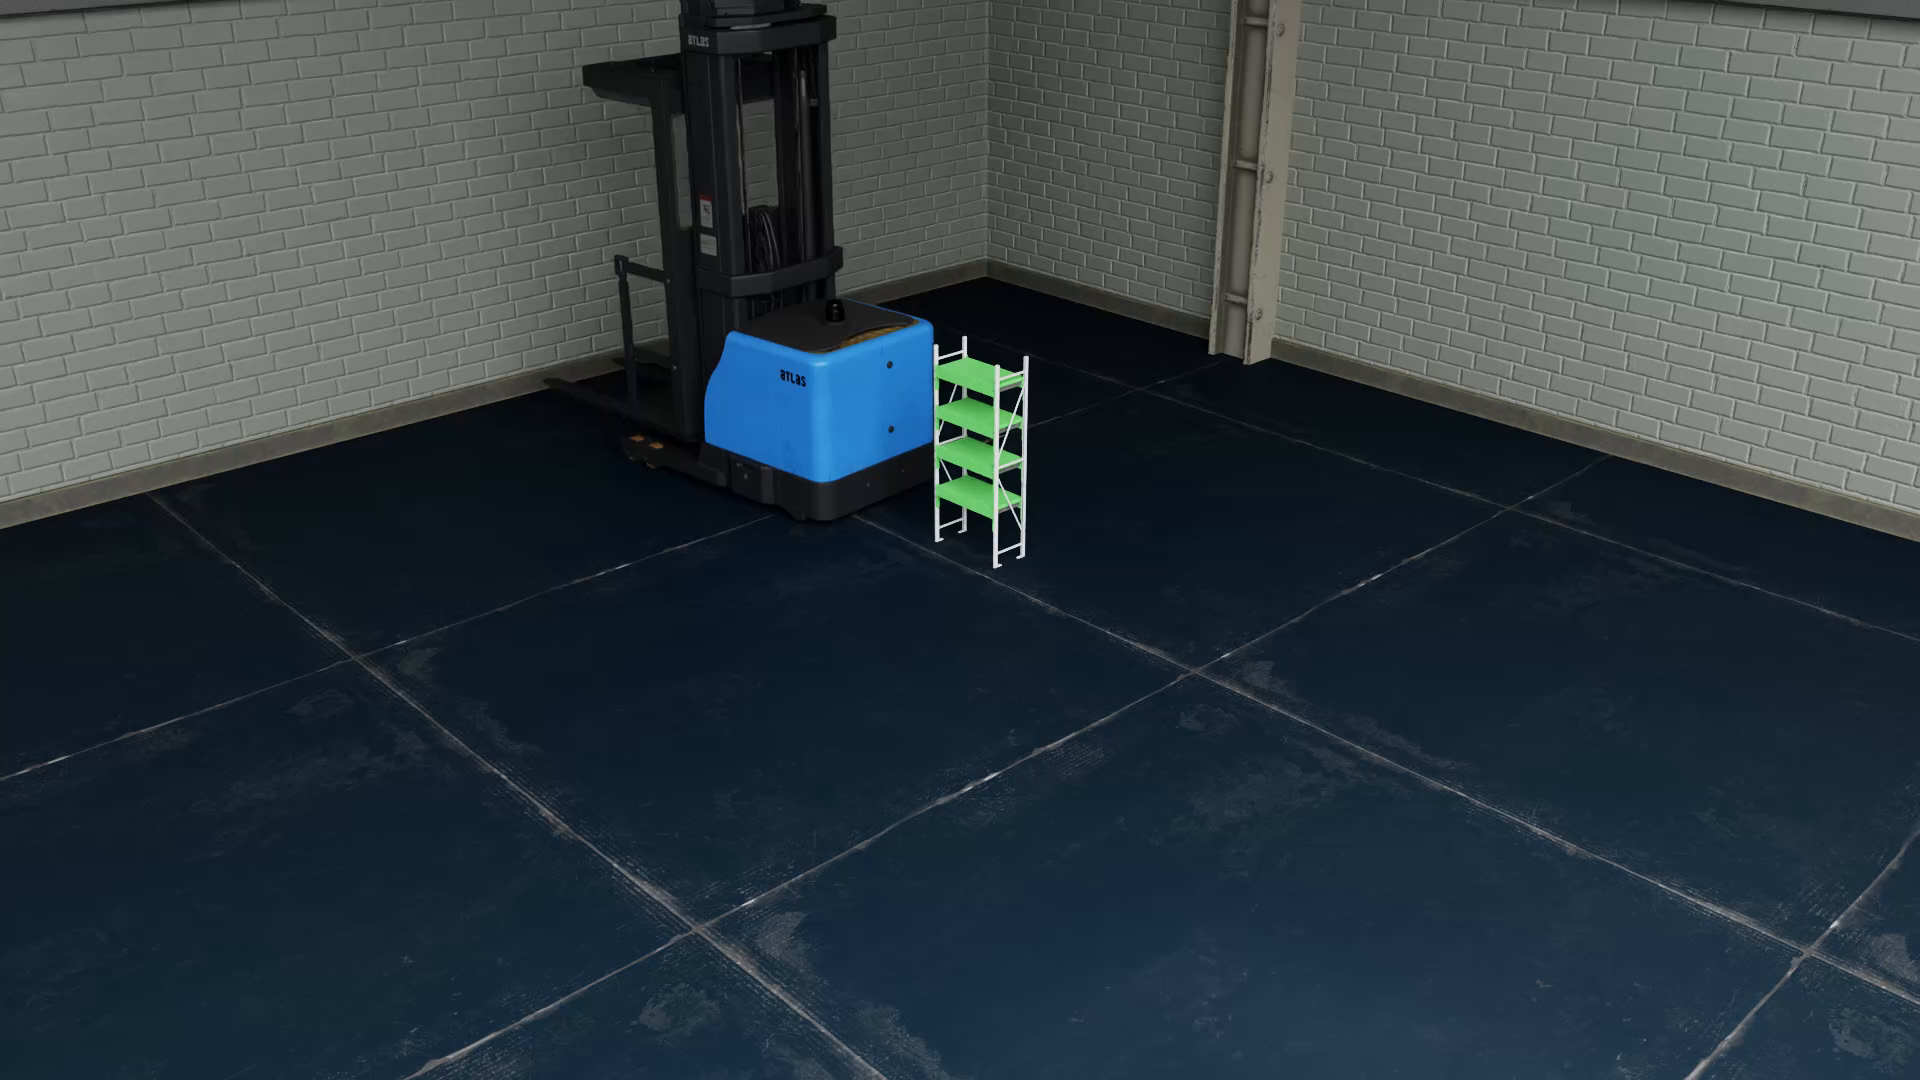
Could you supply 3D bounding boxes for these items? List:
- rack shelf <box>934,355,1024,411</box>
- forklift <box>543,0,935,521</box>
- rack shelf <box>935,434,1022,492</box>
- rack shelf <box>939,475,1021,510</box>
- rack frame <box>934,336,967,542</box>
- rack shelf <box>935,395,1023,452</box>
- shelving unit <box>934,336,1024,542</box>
[{"bbox_3d":[0.113,-0.874,9.218,0.258,0.148,0.480,-21,32,-38],"label":"rack shelf"},{"bbox_3d":[-1.581,-1.942,10.475,3.031,2.935,1.130,20,31,37],"label":"forklift"},{"bbox_3d":[0.113,-0.438,9.418,0.258,0.148,0.480,-21,32,-38],"label":"rack shelf"},{"bbox_3d":[0.113,-0.268,9.495,0.221,0.021,0.457,-21,32,-38],"label":"rack shelf"},{"bbox_3d":[-0.054,-0.570,9.553,0.240,1.200,0.015,-21,32,-38],"label":"rack frame"},{"bbox_3d":[0.113,-0.656,9.318,0.258,0.148,0.480,-21,32,-38],"label":"rack shelf"},{"bbox_3d":[0.109,-0.497,9.395,0.258,1.200,0.492,-21,32,-38],"label":"shelving unit"}]
